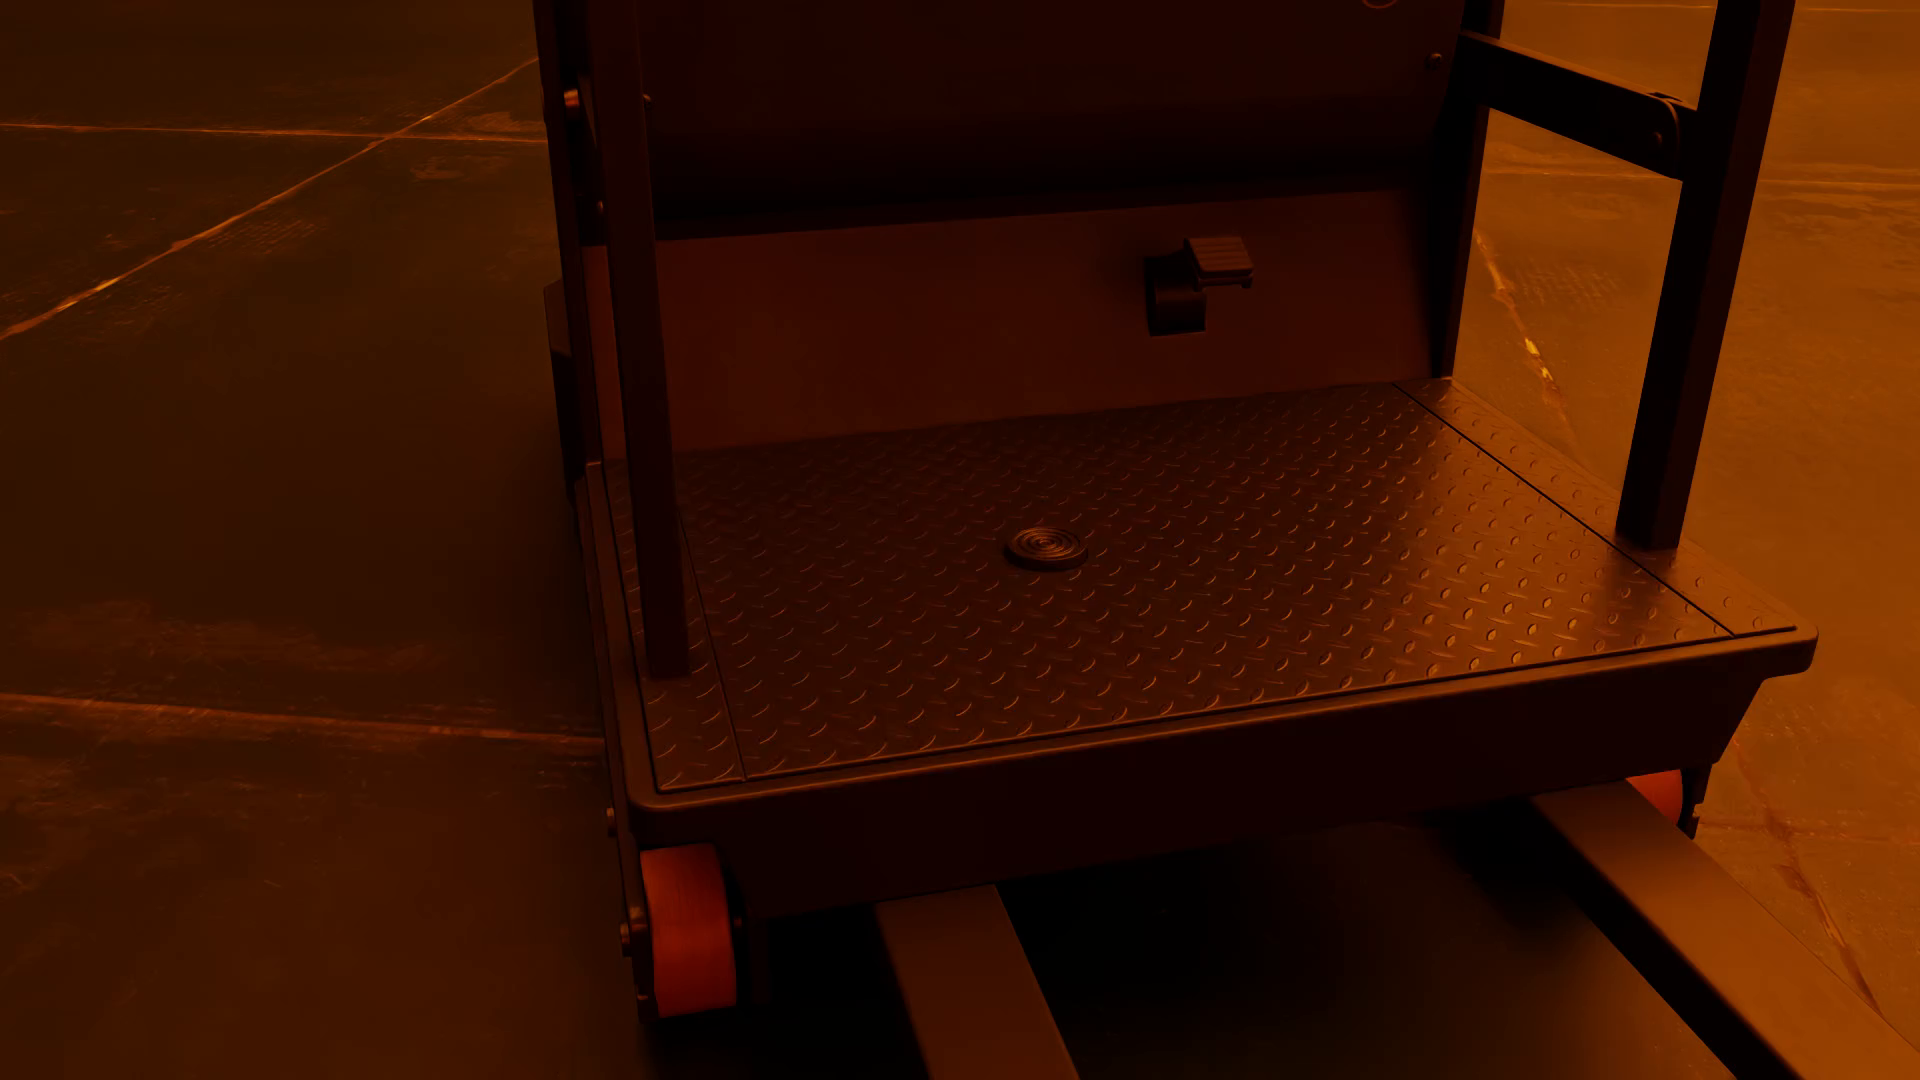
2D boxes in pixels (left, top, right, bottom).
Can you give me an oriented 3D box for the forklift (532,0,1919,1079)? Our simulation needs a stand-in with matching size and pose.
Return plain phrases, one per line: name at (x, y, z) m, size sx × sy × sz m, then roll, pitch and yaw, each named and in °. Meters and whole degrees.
forklift at (0.153, -1.049, 1.319) m, size 1.130 × 2.935 × 3.031 m, roll -7°, pitch 27°, yaw -13°
